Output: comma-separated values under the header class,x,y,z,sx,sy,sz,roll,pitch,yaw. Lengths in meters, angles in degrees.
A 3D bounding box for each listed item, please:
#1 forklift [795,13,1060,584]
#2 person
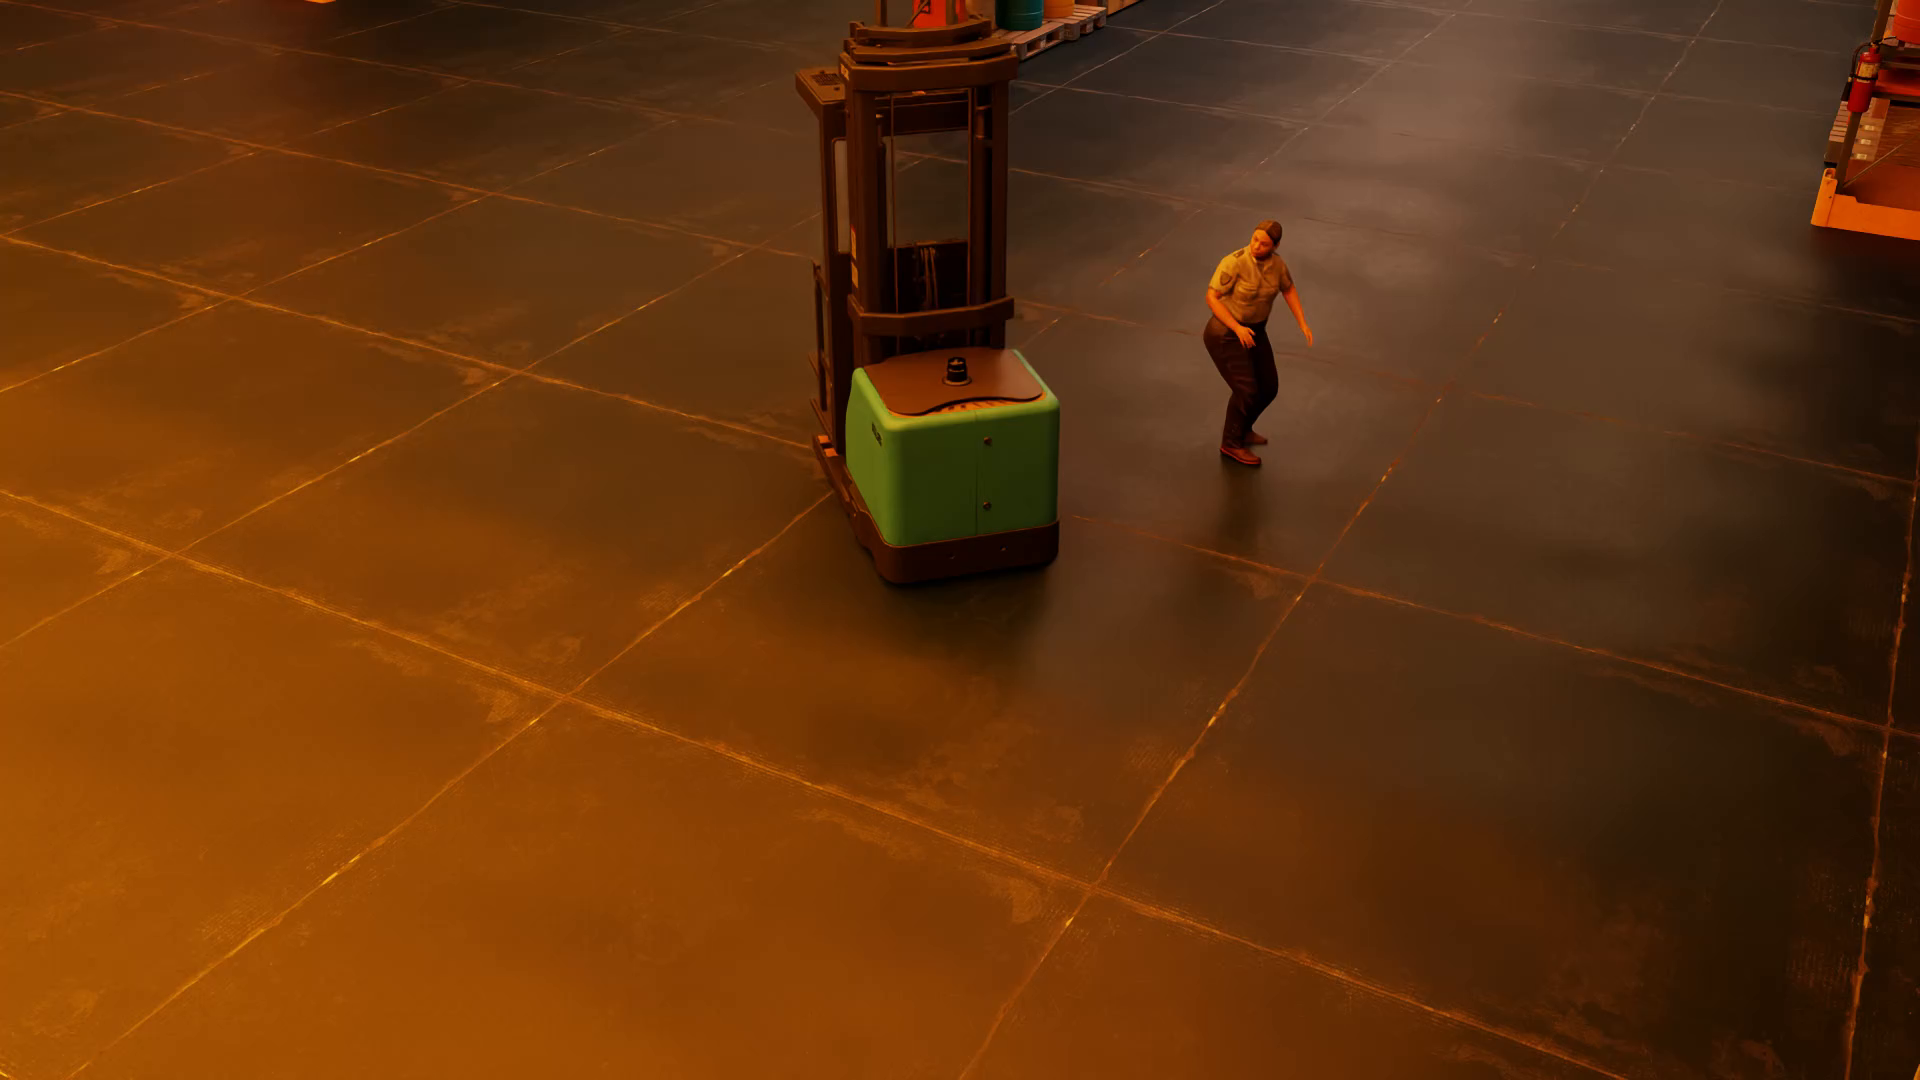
class,x,y,z,sx,sy,sz,roll,pitch,yaw
forklift,-0.333,-1.745,10.095,1.130,2.935,3.031,-8,31,-14
person,1.887,-1.294,10.682,0.715,1.600,0.514,-22,37,-33
